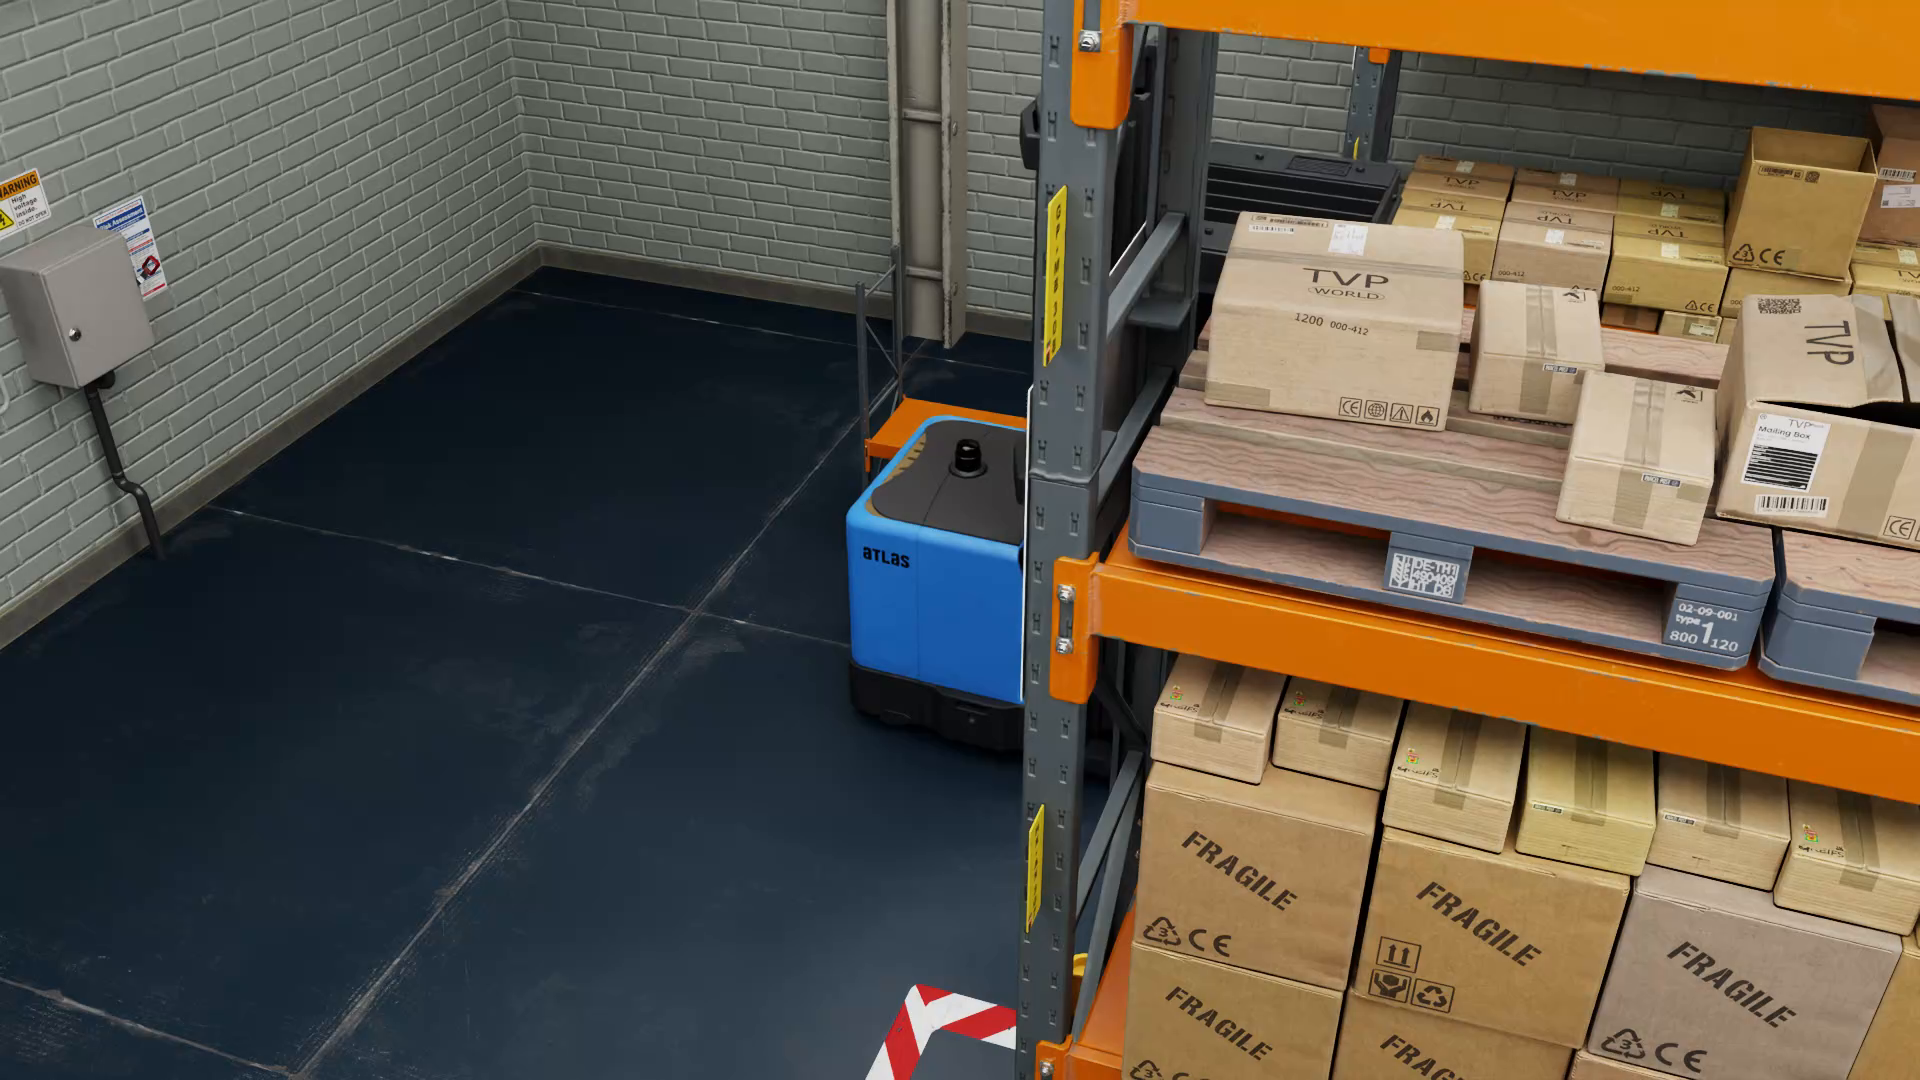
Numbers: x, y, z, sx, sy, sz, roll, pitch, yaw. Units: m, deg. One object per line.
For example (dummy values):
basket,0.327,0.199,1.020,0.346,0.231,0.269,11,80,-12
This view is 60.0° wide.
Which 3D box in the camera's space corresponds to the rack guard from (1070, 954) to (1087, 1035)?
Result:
rack guard,0.347,1.935,5.291,0.348,0.500,1.175,11,34,16

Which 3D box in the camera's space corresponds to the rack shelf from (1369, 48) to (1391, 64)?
rack shelf,3.924,-2.237,7.348,4.000,0.370,1.077,11,34,16

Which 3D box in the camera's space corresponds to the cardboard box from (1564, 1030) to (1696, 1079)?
cardboard box,1.683,1.263,3.937,0.500,0.500,0.500,11,34,16

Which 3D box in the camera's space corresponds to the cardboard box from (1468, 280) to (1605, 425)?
cardboard box,1.245,-0.411,3.608,0.250,0.149,0.380,8,34,13

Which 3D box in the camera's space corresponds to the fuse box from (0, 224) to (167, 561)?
fuse box,-4.100,-0.635,8.156,0.414,1.711,0.539,11,34,16

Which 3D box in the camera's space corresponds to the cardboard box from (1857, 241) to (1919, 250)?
cardboard box,4.472,-1.388,7.998,0.500,0.250,0.500,12,35,18

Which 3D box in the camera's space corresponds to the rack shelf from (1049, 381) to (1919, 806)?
rack shelf,2.252,0.298,3.421,4.000,0.370,1.077,11,34,16

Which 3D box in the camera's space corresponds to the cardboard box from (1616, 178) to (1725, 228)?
cardboard box,3.513,-1.571,8.281,0.500,0.250,0.500,12,35,18

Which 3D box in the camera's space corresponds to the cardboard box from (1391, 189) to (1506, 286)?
cardboard box,2.377,-1.487,8.151,0.500,0.250,0.500,11,34,17

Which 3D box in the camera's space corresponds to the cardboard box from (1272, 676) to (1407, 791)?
cardboard box,0.881,0.373,3.795,0.250,0.149,0.380,12,35,18

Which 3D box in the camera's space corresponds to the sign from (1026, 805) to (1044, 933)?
sign,0.177,0.775,3.913,0.005,0.325,0.100,11,34,16

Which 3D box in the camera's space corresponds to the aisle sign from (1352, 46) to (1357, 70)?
aisle sign,1.878,-2.600,7.615,0.004,0.787,0.394,11,34,16

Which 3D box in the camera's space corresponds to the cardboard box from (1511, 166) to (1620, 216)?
cardboard box,3.048,-1.664,8.426,0.500,0.250,0.500,11,34,17

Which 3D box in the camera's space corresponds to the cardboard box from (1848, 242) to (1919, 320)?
cardboard box,4.303,-1.126,7.593,0.500,0.250,0.500,11,34,16

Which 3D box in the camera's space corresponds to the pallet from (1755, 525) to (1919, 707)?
pallet,2.224,0.020,3.271,1.213,0.211,1.003,11,34,16

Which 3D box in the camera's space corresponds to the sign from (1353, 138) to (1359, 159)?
sign,1.858,-1.732,7.869,0.005,0.325,0.100,11,34,16

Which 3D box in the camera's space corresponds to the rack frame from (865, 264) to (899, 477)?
rack frame,-0.398,-0.708,8.464,0.013,1.308,0.475,11,34,16

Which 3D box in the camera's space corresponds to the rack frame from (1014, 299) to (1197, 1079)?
rack frame,0.370,0.890,4.607,0.127,3.000,1.000,11,34,16

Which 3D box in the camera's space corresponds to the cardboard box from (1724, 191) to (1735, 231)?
cardboard box,4.005,-1.475,8.133,0.500,0.250,0.500,11,34,16

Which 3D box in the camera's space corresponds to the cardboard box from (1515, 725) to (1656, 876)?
cardboard box,1.341,0.518,3.570,0.250,0.149,0.380,10,34,15

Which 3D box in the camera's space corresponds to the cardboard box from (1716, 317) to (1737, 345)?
cardboard box,3.708,-1.041,7.828,0.250,0.149,0.380,12,35,18

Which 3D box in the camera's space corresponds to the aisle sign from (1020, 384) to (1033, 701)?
aisle sign,0.204,-0.068,3.692,0.004,0.787,0.394,11,34,16

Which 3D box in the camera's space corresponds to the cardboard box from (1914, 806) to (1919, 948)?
cardboard box,2.056,0.667,3.340,0.250,0.149,0.380,10,34,15

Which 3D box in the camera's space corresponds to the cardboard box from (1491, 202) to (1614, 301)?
cardboard box,2.852,-1.395,8.009,0.500,0.250,0.500,11,35,17

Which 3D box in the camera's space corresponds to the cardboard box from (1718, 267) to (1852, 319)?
cardboard box,3.819,-1.221,7.740,0.500,0.250,0.500,10,34,15

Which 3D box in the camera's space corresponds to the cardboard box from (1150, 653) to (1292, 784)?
cardboard box,0.611,0.361,3.813,0.250,0.149,0.380,12,35,17

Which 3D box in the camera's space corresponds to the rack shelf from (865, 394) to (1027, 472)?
rack shelf,0.080,-0.463,8.417,1.000,0.185,0.538,11,34,16

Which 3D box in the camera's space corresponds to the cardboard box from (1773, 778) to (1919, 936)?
cardboard box,1.827,0.606,3.433,0.250,0.149,0.380,11,35,17

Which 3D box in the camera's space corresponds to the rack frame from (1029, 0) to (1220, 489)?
rack frame,0.370,-1.631,2.979,0.127,3.000,1.000,11,34,16

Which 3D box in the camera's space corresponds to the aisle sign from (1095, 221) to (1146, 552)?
aisle sign,0.407,-0.374,4.167,0.004,0.787,0.394,11,34,16

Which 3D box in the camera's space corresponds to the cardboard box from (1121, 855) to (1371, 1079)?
cardboard box,0.725,1.082,4.216,0.500,0.500,0.500,11,34,16

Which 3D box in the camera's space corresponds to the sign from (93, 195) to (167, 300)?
sign,-4.129,-1.426,8.281,0.001,0.494,0.329,11,34,16

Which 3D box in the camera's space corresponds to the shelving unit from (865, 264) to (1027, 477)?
shelving unit,0.072,-0.616,8.322,1.083,1.500,0.587,11,34,16

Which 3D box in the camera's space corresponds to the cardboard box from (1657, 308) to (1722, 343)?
cardboard box,3.454,-1.079,7.887,0.250,0.149,0.380,10,34,15

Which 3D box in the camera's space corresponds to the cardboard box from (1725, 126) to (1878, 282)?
cardboard box,3.789,-1.528,7.523,0.500,0.500,0.500,12,35,18

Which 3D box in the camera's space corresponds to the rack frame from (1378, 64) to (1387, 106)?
rack frame,2.040,-1.644,8.531,0.053,2.616,0.949,11,34,16

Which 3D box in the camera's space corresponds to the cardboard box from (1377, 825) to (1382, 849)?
cardboard box,1.380,0.900,4.498,0.500,0.500,0.500,10,34,15

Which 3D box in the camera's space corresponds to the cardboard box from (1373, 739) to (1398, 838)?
cardboard box,0.904,0.394,4.360,0.500,0.500,0.500,12,35,18

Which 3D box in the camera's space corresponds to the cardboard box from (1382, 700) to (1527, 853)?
cardboard box,1.087,0.479,3.630,0.250,0.149,0.380,12,35,18

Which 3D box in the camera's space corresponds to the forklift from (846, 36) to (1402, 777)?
forklift,1.075,-0.392,6.655,3.031,2.935,1.130,12,35,18

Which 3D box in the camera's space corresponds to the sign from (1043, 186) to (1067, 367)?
sign,0.177,-0.489,3.097,0.005,0.325,0.100,11,34,16

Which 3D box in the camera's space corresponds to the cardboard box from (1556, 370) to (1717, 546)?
cardboard box,1.316,-0.167,3.230,0.250,0.149,0.380,12,35,18
